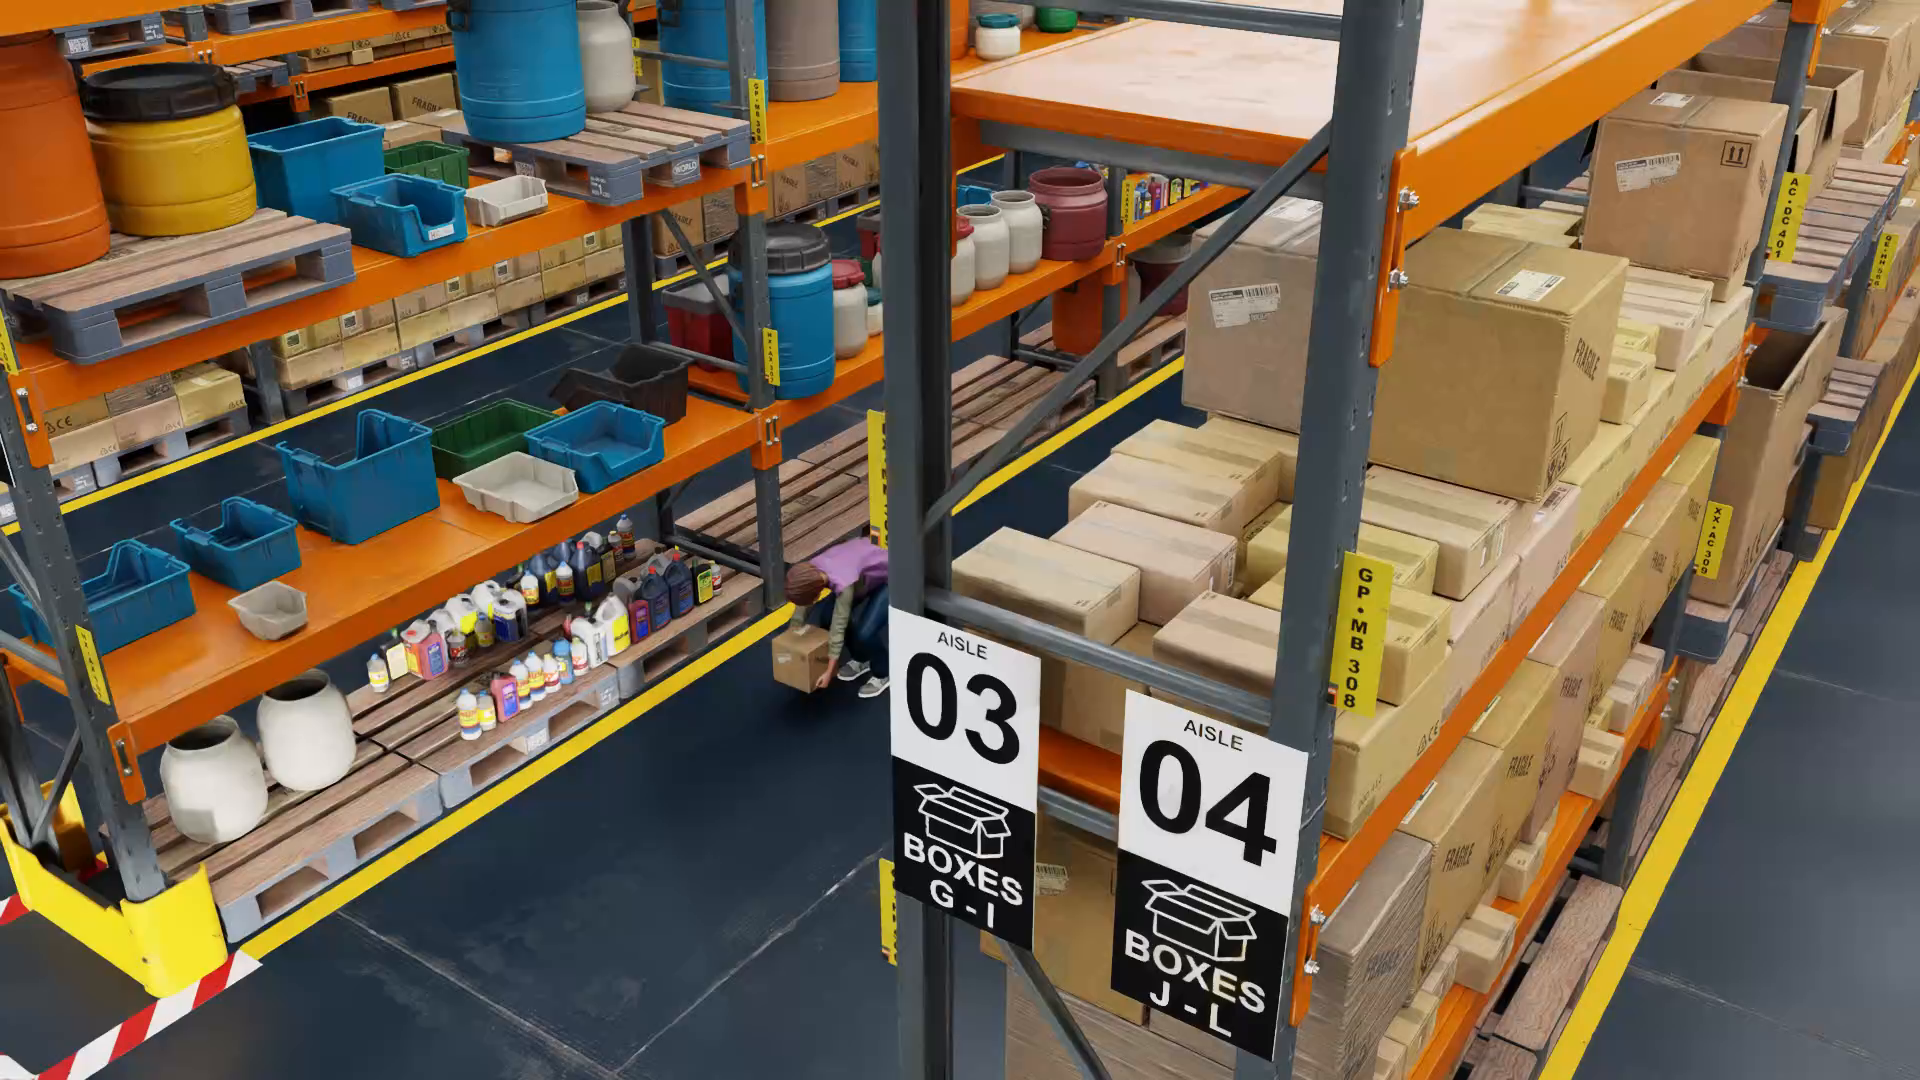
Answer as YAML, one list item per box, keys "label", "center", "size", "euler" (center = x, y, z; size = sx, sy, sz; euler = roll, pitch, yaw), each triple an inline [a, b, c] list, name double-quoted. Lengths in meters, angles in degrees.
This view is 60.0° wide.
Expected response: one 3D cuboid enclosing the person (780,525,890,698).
- label: "person"
  center: [-0.622, 0.400, 9.031]
  size: [0.412, 1.003, 0.859]
  euler: [24, 36, 38]
